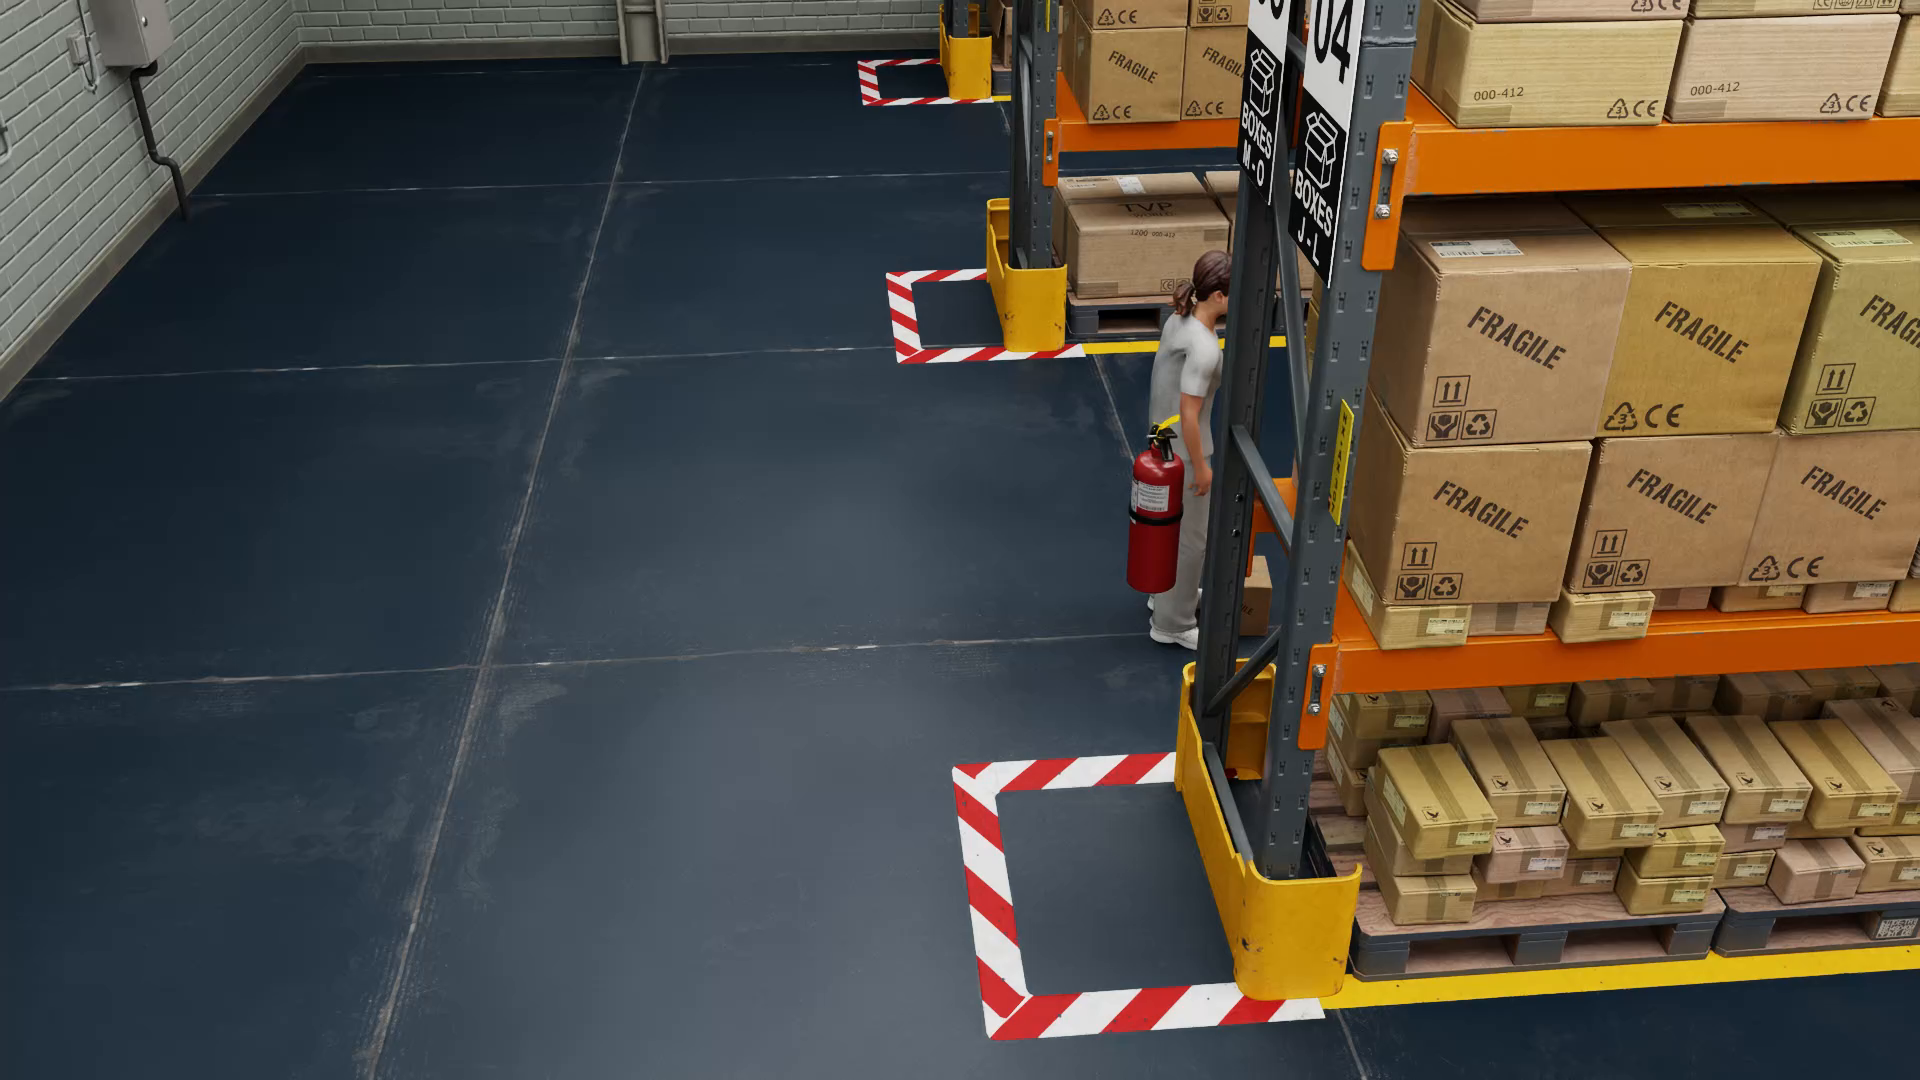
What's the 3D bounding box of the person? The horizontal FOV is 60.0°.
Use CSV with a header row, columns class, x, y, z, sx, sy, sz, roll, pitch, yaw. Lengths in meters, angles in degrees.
class,x,y,z,sx,sy,sz,roll,pitch,yaw
person,0.940,-0.374,6.751,0.358,1.673,0.492,1,31,2
